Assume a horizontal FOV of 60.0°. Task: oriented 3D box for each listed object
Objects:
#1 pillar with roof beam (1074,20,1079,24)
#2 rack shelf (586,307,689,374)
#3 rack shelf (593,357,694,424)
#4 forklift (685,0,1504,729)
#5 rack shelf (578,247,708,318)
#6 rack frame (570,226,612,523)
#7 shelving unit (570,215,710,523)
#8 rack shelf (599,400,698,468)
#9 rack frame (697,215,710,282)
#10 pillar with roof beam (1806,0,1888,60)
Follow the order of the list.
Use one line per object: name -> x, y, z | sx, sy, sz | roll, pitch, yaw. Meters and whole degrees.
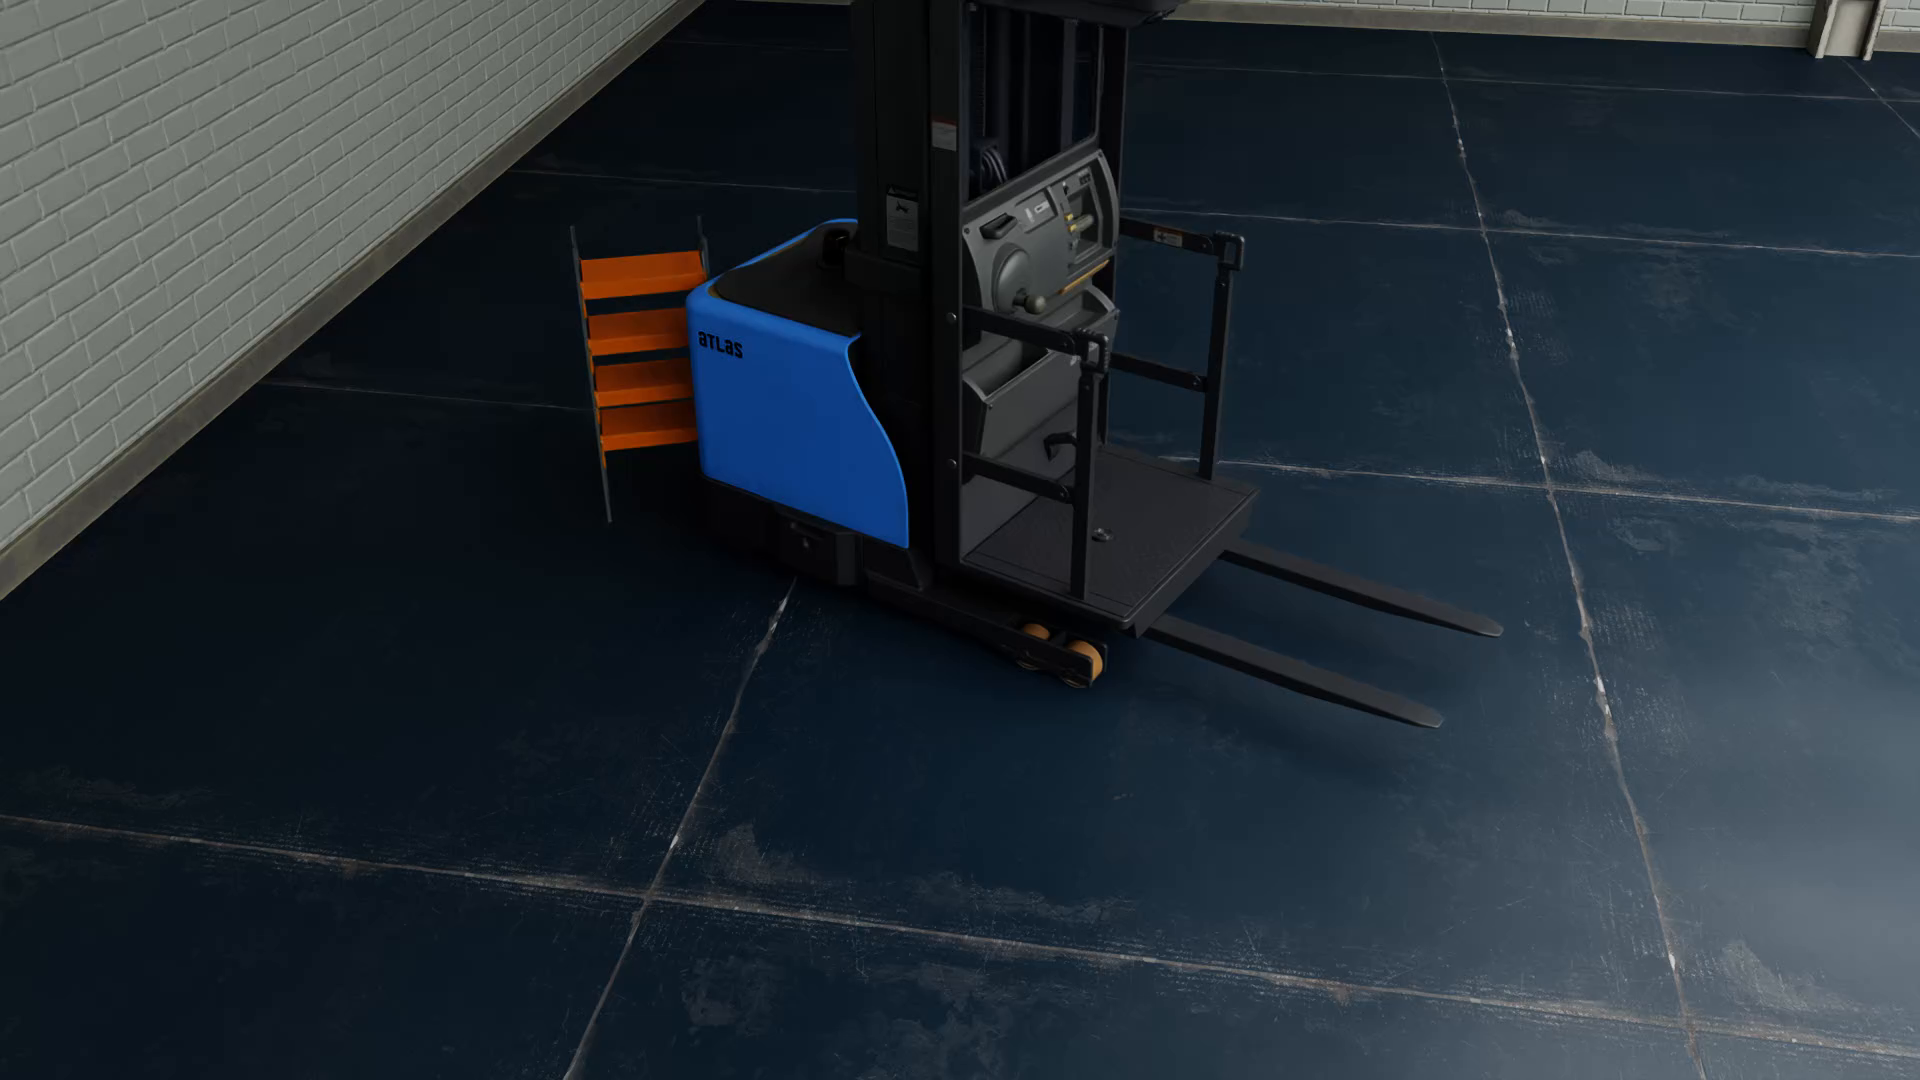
pillar with roof beam -> 0.050, -5.809, 7.549 | 0.400, 9.000, 9.100 | 5, 32, 8
rack shelf -> -1.235, -0.805, 6.611 | 0.480, 0.148, 0.258 | -7, 33, -11
rack shelf -> -1.235, -0.616, 6.730 | 0.480, 0.148, 0.258 | -7, 33, -11
forklift -> 0.464, -1.039, 5.647 | 3.031, 2.935, 1.130 | 19, 37, 28
rack shelf -> -1.235, -1.006, 6.485 | 0.480, 0.148, 0.258 | -7, 33, -11
rack frame -> -1.473, -0.643, 6.647 | 0.015, 1.200, 0.240 | -7, 33, -11
shelving unit -> -1.235, -0.673, 6.694 | 0.503, 1.200, 0.258 | -7, 33, -11
rack shelf -> -1.235, -0.447, 6.835 | 0.480, 0.148, 0.258 | -7, 33, -11
rack frame -> -0.998, -0.702, 6.741 | 0.015, 1.200, 0.240 | -7, 33, -11
pillar with roof beam -> 5.964, -5.274, 6.694 | 0.400, 9.000, 9.100 | 5, 32, 8
